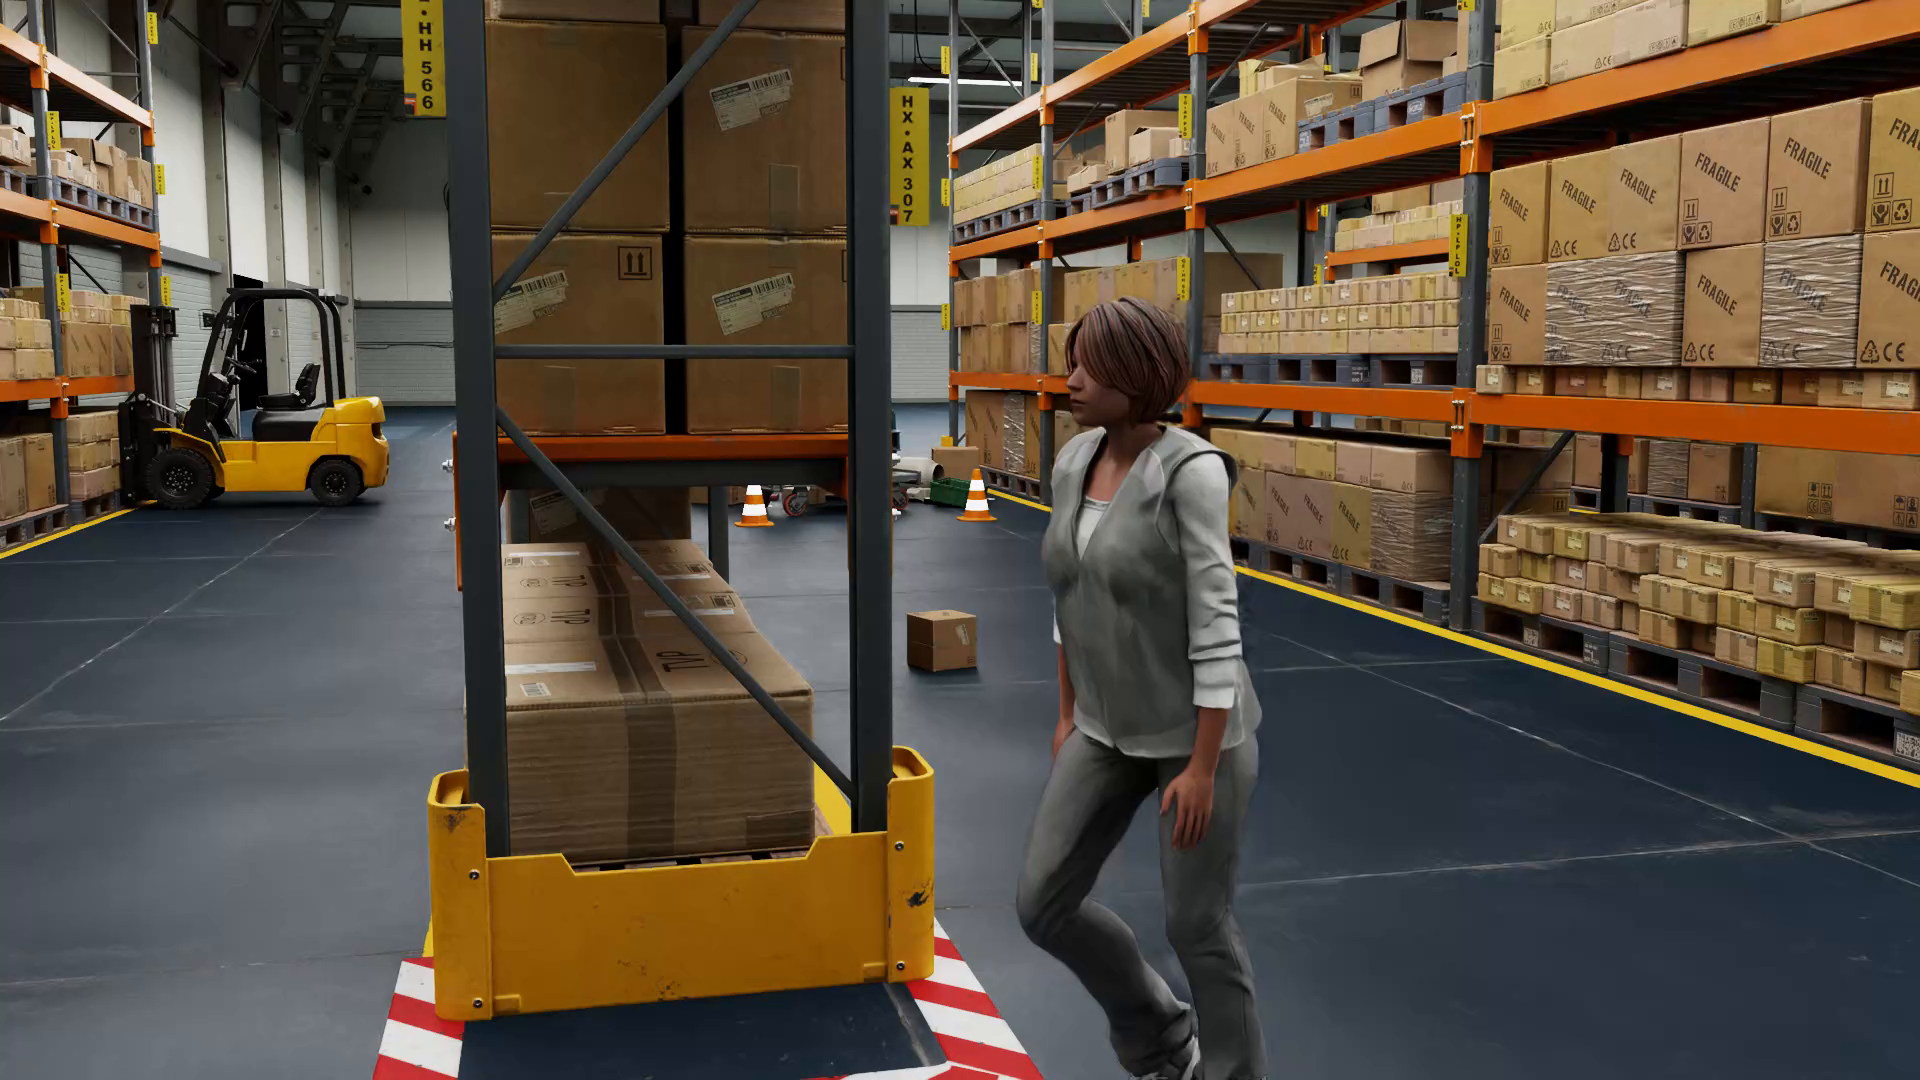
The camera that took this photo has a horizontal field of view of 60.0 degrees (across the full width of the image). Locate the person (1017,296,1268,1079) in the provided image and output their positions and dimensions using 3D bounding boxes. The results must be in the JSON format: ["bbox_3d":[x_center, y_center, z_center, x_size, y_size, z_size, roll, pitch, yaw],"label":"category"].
[{"bbox_3d":[0.340,0.364,2.981,0.443,1.583,0.476,-5,8,-39],"label":"person"}]
